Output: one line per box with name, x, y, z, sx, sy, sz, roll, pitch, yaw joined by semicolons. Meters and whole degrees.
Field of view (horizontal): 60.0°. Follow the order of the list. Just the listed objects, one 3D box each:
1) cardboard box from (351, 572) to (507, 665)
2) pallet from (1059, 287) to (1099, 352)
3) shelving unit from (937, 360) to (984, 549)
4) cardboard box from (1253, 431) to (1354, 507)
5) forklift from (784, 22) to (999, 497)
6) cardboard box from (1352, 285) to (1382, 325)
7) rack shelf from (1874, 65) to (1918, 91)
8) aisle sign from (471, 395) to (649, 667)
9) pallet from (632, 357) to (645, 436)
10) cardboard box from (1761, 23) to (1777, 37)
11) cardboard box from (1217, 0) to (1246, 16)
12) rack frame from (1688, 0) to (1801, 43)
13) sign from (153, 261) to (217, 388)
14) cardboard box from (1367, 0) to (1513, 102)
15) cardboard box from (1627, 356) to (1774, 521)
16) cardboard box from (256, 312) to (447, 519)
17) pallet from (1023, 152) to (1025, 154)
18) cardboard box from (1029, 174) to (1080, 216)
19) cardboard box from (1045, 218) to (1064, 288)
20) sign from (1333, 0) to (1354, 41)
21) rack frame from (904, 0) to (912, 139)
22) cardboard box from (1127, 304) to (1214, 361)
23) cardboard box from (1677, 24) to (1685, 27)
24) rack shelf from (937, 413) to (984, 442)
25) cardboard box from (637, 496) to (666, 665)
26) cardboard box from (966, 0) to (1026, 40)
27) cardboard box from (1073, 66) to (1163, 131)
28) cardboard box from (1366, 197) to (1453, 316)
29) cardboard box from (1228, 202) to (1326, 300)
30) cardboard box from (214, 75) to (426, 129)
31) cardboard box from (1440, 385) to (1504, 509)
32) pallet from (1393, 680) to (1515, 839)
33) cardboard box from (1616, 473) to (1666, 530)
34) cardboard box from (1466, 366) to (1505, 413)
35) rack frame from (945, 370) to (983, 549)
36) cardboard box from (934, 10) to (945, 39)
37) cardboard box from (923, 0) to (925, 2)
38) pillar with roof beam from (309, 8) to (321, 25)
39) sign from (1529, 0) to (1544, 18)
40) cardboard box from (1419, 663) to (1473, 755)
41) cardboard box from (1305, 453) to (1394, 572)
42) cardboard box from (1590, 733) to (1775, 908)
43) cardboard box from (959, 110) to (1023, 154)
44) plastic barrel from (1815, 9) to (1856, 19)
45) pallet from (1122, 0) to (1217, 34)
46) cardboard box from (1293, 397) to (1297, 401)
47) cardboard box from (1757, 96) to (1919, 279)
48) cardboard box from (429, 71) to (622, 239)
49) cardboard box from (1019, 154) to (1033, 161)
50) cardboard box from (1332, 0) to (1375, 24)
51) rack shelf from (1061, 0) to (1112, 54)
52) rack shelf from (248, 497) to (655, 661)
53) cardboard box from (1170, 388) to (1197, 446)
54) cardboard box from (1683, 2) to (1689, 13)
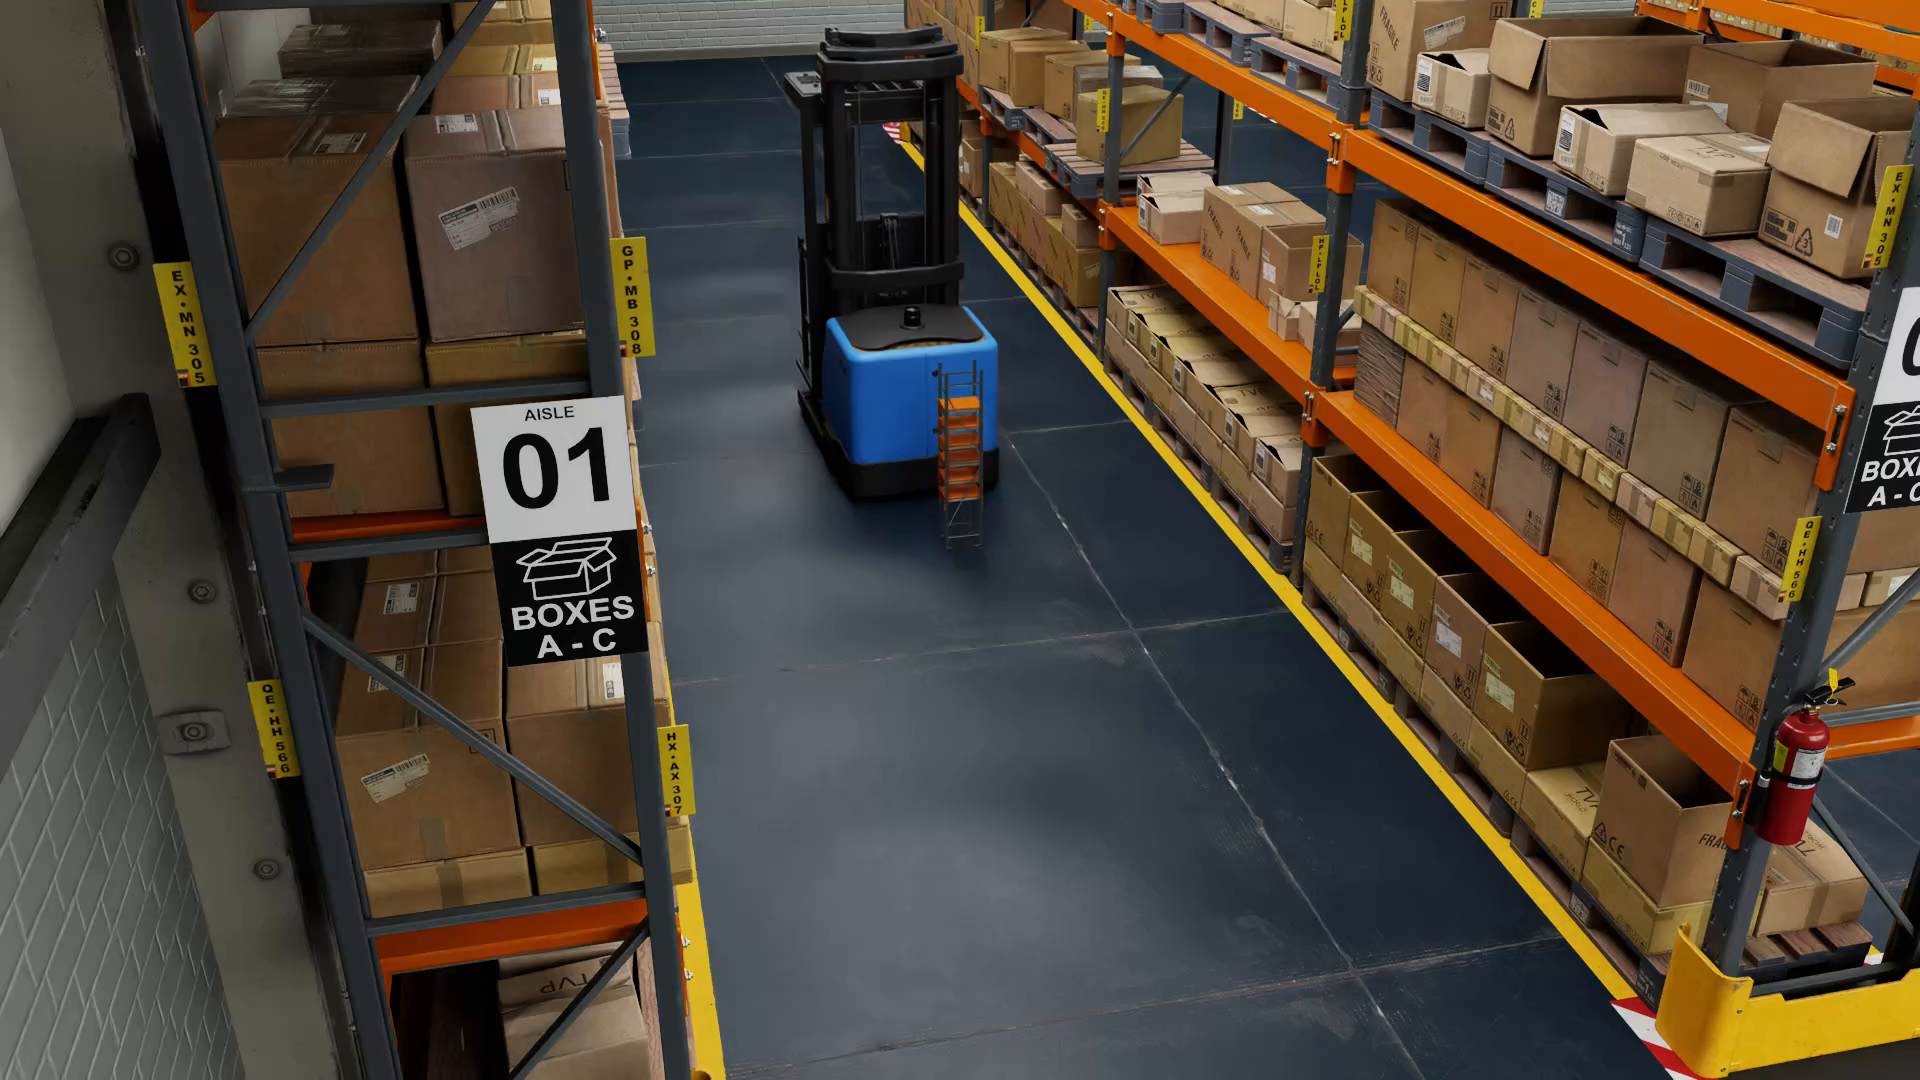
cardboard box;-1.812;0.463;5.816;0.500;0.500;0.500;-6;27;-11
pallet;1.496;-1.956;14.392;1.003;0.211;1.213;-6;27;-12
shelving unit;0.003;-0.529;10.467;0.258;1.200;0.189;-6;27;-12
cardboard box;2.158;-0.473;10.320;0.500;0.311;0.500;-6;27;-12
forklift;-0.610;-2.240;11.935;1.130;2.935;3.031;-7;28;-13
cardboard box;2.401;-1.310;9.186;0.380;0.149;0.250;-6;27;-12
rack shelf;10.829;-4.431;16.998;1.077;0.370;4.000;-6;27;-12
aisle sign;-1.086;-0.012;4.560;0.394;0.787;0.004;-6;27;-12
pallet;-2.327;-0.874;9.365;1.003;0.211;1.213;-6;27;-12
cardboard box;9.758;-6.070;19.726;0.380;0.149;0.250;-5;27;-11
cardboard box;2.038;-3.655;11.034;0.500;0.250;0.500;-6;27;-13
rack frame;6.454;-3.371;14.100;1.000;3.000;0.127;-6;27;-12
sign;-1.940;-0.540;4.179;0.100;0.325;0.005;-6;27;-12
cardboard box;2.386;-2.499;8.311;0.500;0.500;0.500;-4;27;-7
cardboard box;3.202;-0.441;6.744;0.700;0.500;0.500;-7;28;-13
cardboard box;-1.736;-0.403;4.757;0.500;0.500;0.500;-4;27;-8
pallet;0.294;-4.219;18.874;1.003;0.211;1.213;-6;27;-12
cardboard box;0.937;-3.145;15.105;0.500;0.250;0.500;-6;27;-13
cardboard box;1.072;-2.564;14.787;0.500;0.500;0.500;-7;28;-13
sign;2.003;-2.765;8.646;0.100;0.325;0.005;-6;27;-12
rack frame;-0.175;-6.382;20.064;1.000;3.000;0.127;-6;27;-12
cardboard box;1.586;-1.590;12.535;0.500;0.311;0.500;-7;28;-13
cardboard box;9.699;-6.352;21.898;0.875;0.875;0.875;-6;27;-12
rack shelf;0.003;-0.704;10.379;0.258;0.103;0.180;-6;27;-12
cardboard box;-1.422;0.185;6.367;0.500;0.500;0.500;-7;28;-13
cardboard box;0.360;-5.312;16.725;0.500;0.500;0.500;-6;27;-11
cardboard box;1.356;-3.788;14.348;0.700;0.500;0.500;-1;27;-2
cardboard box;2.635;-1.543;8.928;0.700;0.500;0.500;-6;27;-11
cardboard box;2.140;-1.948;11.170;0.500;0.500;0.500;-6;27;-12
cardboard box;-1.880;-1.093;5.015;0.500;0.500;0.500;-4;27;-8
cardboard box;2.870;-0.512;8.325;0.700;0.500;0.500;-6;27;-11
pallet;2.946;1.021;8.492;1.003;0.211;1.213;-6;27;-12
cardboard box;2.986;-0.178;6.942;0.380;0.149;0.250;-6;27;-11
cardboard box;2.695;-0.745;8.066;0.380;0.149;0.250;-7;28;-13
rack frame;0.024;-0.489;10.387;0.240;1.200;0.006;-6;27;-12
cardboard box;0.011;-5.538;18.283;0.500;0.500;0.500;-6;27;-11
cardboard box;-0.207;-6.422;18.924;0.500;0.500;0.500;-6;27;-11
pillar with roof beam;0.447;-4.822;10.316;9.100;9.000;0.400;-6;27;-12
sign;3.069;-2.776;8.930;0.100;0.325;0.005;-6;27;-12
cardboard box;2.672;0.820;8.382;0.500;0.250;0.500;-6;27;-12
cardboard box;2.329;-0.173;9.517;0.500;0.500;0.500;-6;27;-12
cardboard box;3.020;1.143;6.911;0.500;0.500;0.500;-6;27;-12
cardboard box;0.298;-4.532;18.682;0.797;0.503;0.637;-6;27;-12
plastic barrel;6.575;-4.232;12.000;0.600;0.830;0.708;-6;27;-12
pallet;1.868;-3.835;11.901;1.213;0.211;1.003;-5;27;-9
cardboard box;2.453;-0.978;11.322;0.500;0.311;0.500;-7;28;-13
cardboard box;3.305;-1.245;5.823;0.797;0.503;0.637;-4;27;-8
cardboard box;-1.309;-1.111;5.050;0.500;0.500;0.500;-6;27;-12
cardboard box;0.638;-4.142;18.284;0.380;0.166;0.250;-6;27;-12
cardboard box;2.429;-3.183;9.266;0.500;0.500;0.500;-6;27;-11
rack shelf;1.177;-4.765;14.332;1.077;0.370;4.000;-6;27;-12
rack shelf;-1.846;-0.749;6.374;1.077;0.370;4.000;-6;27;-12
cardboard box;1.812;-0.896;11.783;0.500;0.250;0.500;-5;27;-11
cardboard box;9.413;-6.745;21.063;0.380;0.149;0.250;-6;27;-12
